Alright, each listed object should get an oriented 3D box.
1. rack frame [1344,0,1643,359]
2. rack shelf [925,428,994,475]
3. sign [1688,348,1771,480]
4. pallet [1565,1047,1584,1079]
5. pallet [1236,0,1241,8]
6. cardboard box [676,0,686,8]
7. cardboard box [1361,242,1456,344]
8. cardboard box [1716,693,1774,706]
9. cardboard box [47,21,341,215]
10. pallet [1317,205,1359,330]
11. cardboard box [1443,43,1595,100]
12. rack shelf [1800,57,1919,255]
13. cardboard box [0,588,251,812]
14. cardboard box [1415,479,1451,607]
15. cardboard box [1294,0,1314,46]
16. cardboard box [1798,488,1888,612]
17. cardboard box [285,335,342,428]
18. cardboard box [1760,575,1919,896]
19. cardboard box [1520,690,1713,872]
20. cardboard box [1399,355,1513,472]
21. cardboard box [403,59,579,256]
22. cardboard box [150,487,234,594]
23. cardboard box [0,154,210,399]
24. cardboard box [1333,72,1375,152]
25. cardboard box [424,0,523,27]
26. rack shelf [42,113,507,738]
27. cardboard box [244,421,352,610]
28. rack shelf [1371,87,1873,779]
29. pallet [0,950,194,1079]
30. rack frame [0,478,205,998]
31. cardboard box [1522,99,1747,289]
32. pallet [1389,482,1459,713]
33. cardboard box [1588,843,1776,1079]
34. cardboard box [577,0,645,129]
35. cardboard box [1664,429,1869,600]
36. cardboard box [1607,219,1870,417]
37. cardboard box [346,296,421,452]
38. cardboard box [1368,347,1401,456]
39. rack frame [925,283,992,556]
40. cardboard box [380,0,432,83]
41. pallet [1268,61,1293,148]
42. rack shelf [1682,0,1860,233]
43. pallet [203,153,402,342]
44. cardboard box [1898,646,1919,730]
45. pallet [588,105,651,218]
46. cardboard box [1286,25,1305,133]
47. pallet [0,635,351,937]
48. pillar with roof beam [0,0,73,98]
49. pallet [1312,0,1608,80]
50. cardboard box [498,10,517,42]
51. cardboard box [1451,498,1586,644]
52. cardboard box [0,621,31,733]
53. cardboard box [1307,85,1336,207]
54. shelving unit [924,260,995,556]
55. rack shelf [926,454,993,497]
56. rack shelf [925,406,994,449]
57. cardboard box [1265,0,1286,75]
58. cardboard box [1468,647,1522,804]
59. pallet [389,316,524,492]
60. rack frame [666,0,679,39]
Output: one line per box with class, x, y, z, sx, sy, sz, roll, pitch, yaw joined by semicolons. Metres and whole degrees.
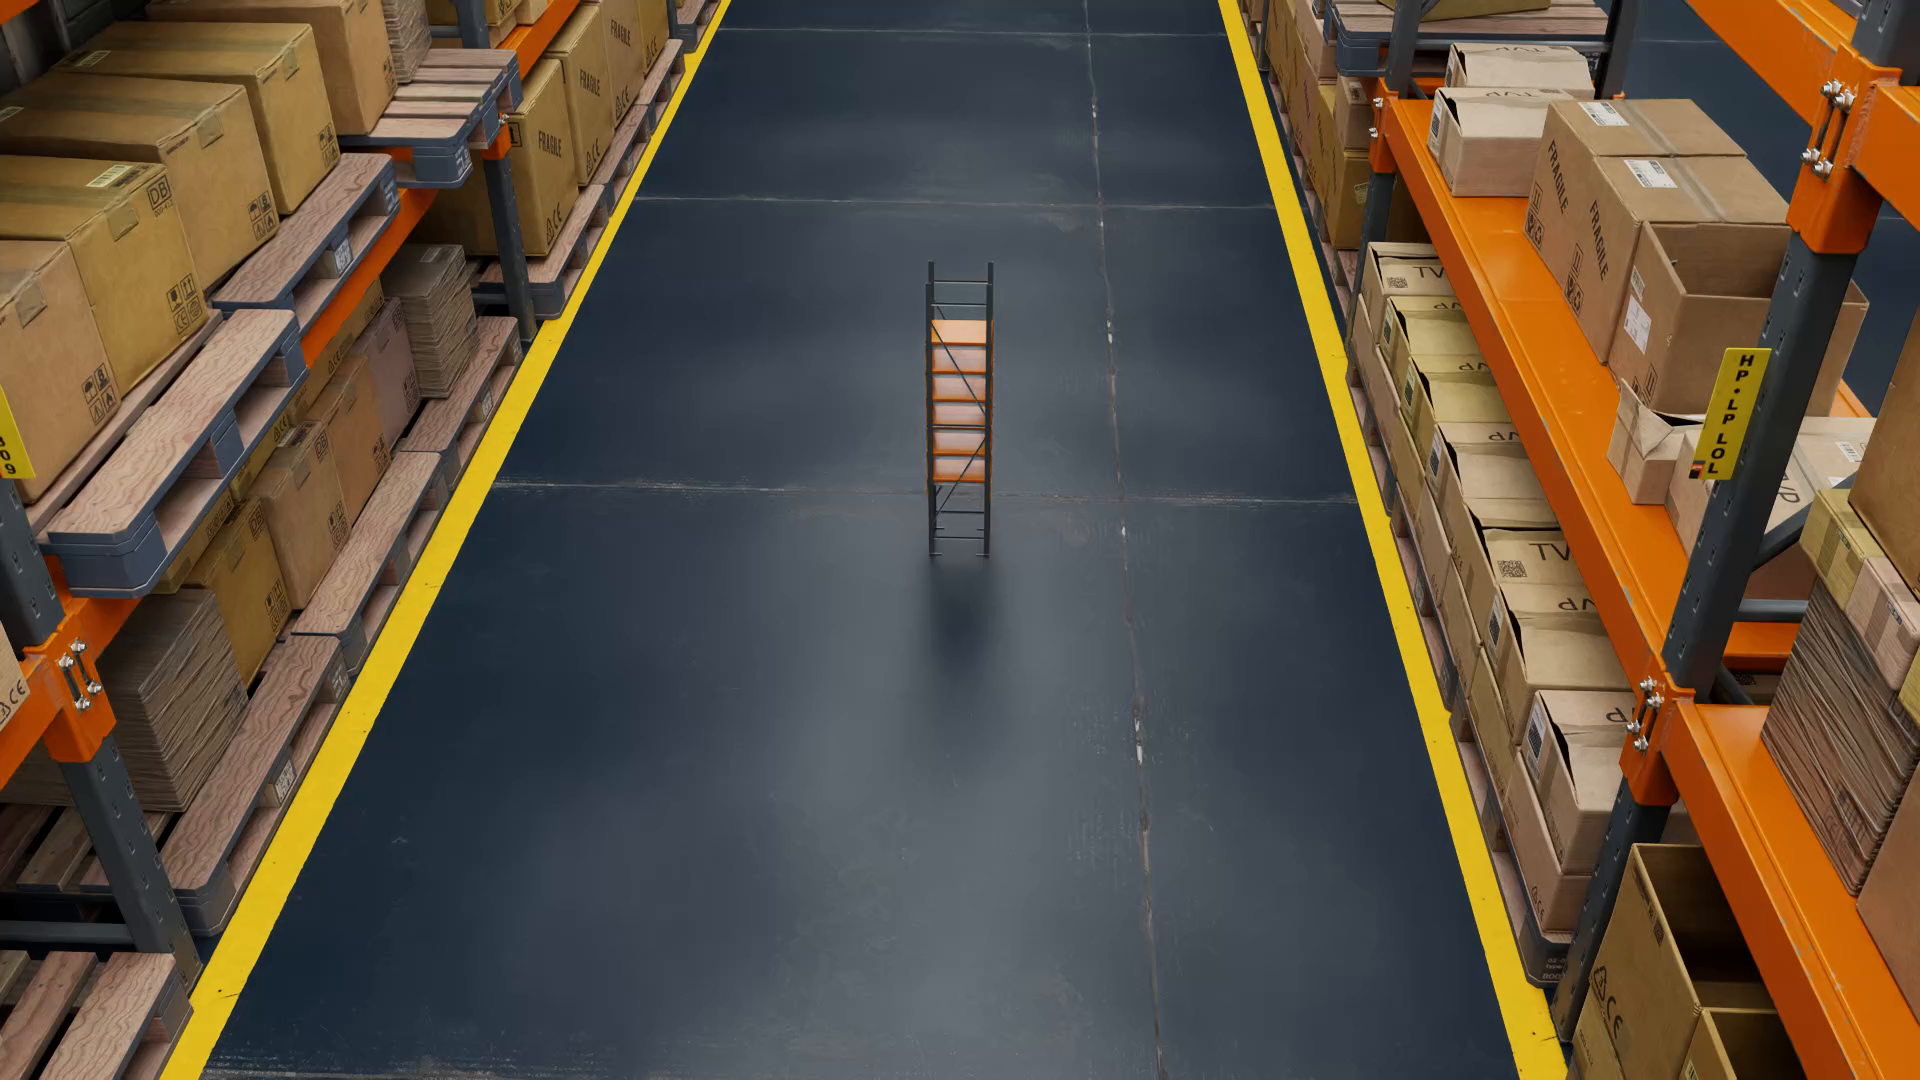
rack frame;2.363;-2.118;7.155;1.000;3.000;0.127;1;35;2
rack shelf;-0.001;-0.348;6.488;0.258;0.103;0.180;1;35;2
sign;1.660;-0.268;3.585;0.100;0.325;0.005;1;35;2
pallet;2.129;1.777;4.038;1.003;0.211;1.213;1;35;2
pallet;2.599;-4.373;12.788;1.003;0.211;1.213;1;35;2
cardboard box;-2.293;-4.105;11.791;0.700;0.500;0.500;2;35;2
cardboard box;2.049;-1.100;7.245;0.500;0.311;0.500;2;35;3
cardboard box;2.468;0.672;4.723;0.500;0.311;0.500;1;35;2
cardboard box;-2.623;-1.465;5.756;0.700;0.500;0.500;1;35;2
pallet;2.431;-1.405;8.566;1.003;0.211;1.213;1;35;2
cardboard box;2.305;-1.874;6.885;0.500;0.311;0.500;3;35;5
rack shelf;2.122;0.396;1.594;1.077;0.370;4.000;1;35;2
cardboard box;-2.734;0.487;5.239;0.700;0.500;0.500;2;35;3
cardboard box;1.994;0.011;6.151;0.500;0.250;0.500;2;35;3
cardboard box;2.221;-3.034;9.597;0.500;0.250;0.500;1;35;2
cardboard box;1.998;0.024;3.457;0.380;0.149;0.250;1;35;2
cardboard box;-2.664;-0.658;6.217;0.500;0.250;0.500;1;35;2
cardboard box;2.191;0.394;3.493;0.700;0.500;0.500;0;35;1
cardboard box;1.933;0.664;4.734;0.500;0.311;0.500;1;35;2
cardboard box;2.014;-0.505;6.399;0.500;0.311;0.500;0;35;1
cardboard box;-2.426;-1.942;8.409;0.750;0.750;0.750;1;35;1
cardboard box;-2.720;-0.073;5.384;0.500;0.250;0.500;1;35;1
cardboard box;-2.663;-0.766;4.761;0.700;0.500;0.500;5;35;7
cardboard box;2.164;-2.157;8.350;0.500;0.250;0.500;3;35;4
cardboard box;-2.311;-2.674;7.584;0.500;0.500;0.500;2;35;3
rack shelf;-2.667;-0.787;5.887;1.077;0.370;4.000;1;35;2
cardboard box;-2.703;-0.103;6.079;0.700;0.500;0.500;2;35;2
rack shelf;2.283;-0.675;5.727;1.077;0.370;4.000;1;35;2
pallet;-2.739;1.595;4.296;1.003;0.211;1.213;1;35;2
rack frame;-2.747;0.068;4.045;1.000;3.000;0.127;1;35;2
cardboard box;2.312;-1.195;5.754;0.500;0.500;0.500;0;35;-1
pallet;2.240;0.194;6.290;1.003;0.211;1.213;1;35;2
cardboard box;1.871;1.086;3.971;0.500;0.500;0.500;1;35;2
cardboard box;-2.355;-2.934;9.820;0.750;0.750;0.750;2;35;3
cardboard box;2.179;-0.042;4.332;0.500;0.250;0.500;3;35;5
cardboard box;2.271;-0.604;4.914;0.500;0.500;0.500;4;35;5
cardboard box;-2.700;-0.680;6.900;0.700;0.500;0.500;1;35;2
cardboard box;2.030;-0.582;6.996;0.500;0.250;0.500;0;35;1
rack frame;-0.004;-0.430;6.318;0.240;1.200;0.006;1;35;2
cardboard box;-2.595;-2.181;6.775;0.700;0.500;0.500;-3;35;-4
pallet;2.529;-2.807;10.561;1.003;0.211;1.213;1;35;2
rack shelf;2.283;-1.902;4.864;1.077;0.370;4.000;1;35;2
pallet;-2.625;-1.014;5.750;1.003;0.211;1.213;1;35;2
cardboard box;1.980;0.316;3.040;0.380;0.149;0.250;0;35;1
pallet;-2.428;-2.240;9.753;1.003;0.211;1.213;1;35;2
cardboard box;2.223;-2.708;9.785;0.500;0.500;0.500;2;35;2
pallet;-2.717;0.761;5.483;1.003;0.211;1.213;1;35;2
pillar with roof beam;0.799;-3.858;4.414;9.100;9.000;0.400;1;35;2
pallet;2.321;-2.431;7.767;1.213;0.211;1.003;1;35;2
cardboard box;-2.323;-2.464;7.849;0.380;0.149;0.250;2;35;3
cardboard box;1.970;0.079;5.568;0.500;0.311;0.500;1;35;2
cardboard box;-2.463;0.400;3.685;0.500;0.250;0.500;1;35;2
cardboard box;2.188;-2.115;8.943;0.500;0.500;0.500;0;35;0
shelving unit;-0.001;-0.483;6.393;0.258;1.200;0.189;1;35;2
rack shelf;-0.001;-0.250;6.557;0.258;0.103;0.180;1;35;2
rack shelf;-0.001;-0.446;6.419;0.258;0.103;0.180;1;35;2
cardboard box;2.261;-3.301;10.630;0.500;0.500;0.500;0;35;0
cardboard box;1.952;0.598;5.317;0.500;0.250;0.500;1;35;1
pallet;-2.619;-0.641;7.478;1.003;0.211;1.213;1;35;2
rack frame;-2.426;-4.528;10.585;1.000;3.000;0.127;1;35;2
